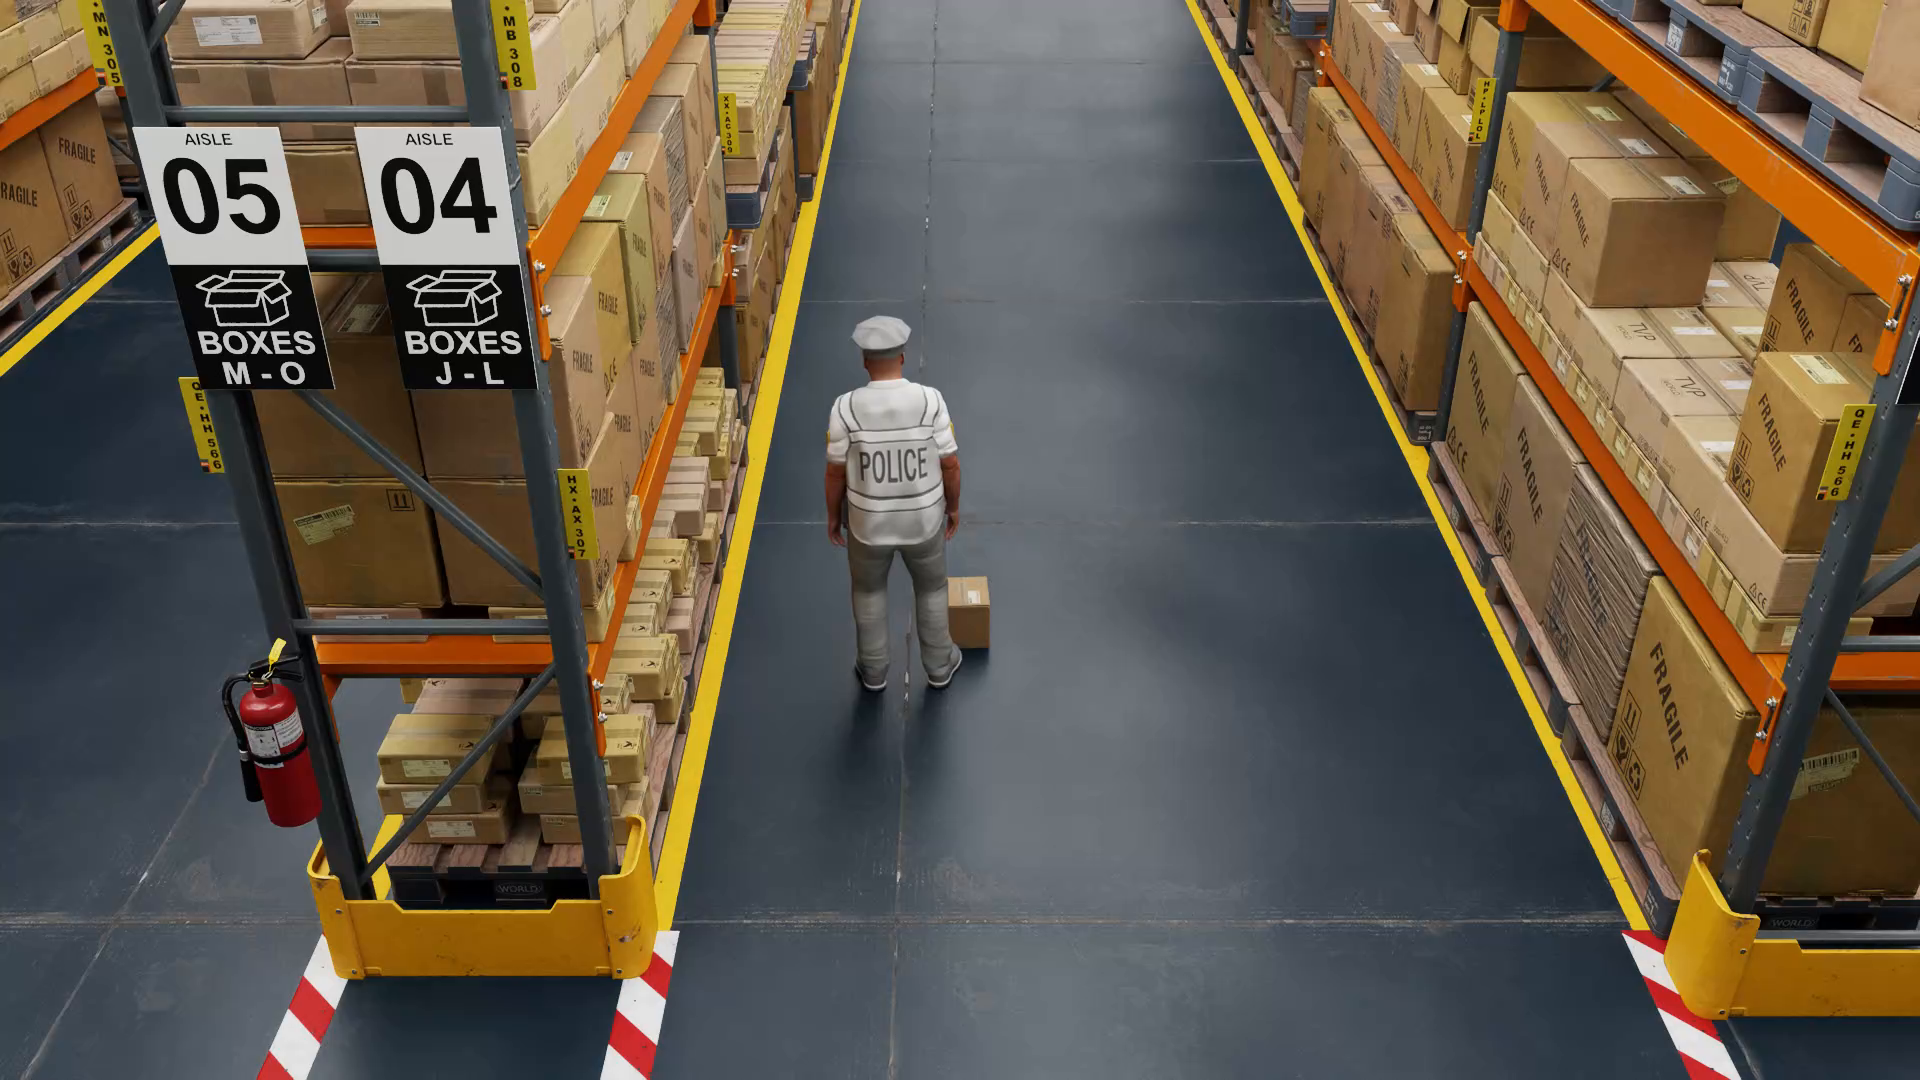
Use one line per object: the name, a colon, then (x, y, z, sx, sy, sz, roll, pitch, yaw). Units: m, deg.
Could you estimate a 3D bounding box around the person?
person: (-0.283, -0.102, 7.295, 0.607, 1.747, 0.439, -3, 31, -4)
